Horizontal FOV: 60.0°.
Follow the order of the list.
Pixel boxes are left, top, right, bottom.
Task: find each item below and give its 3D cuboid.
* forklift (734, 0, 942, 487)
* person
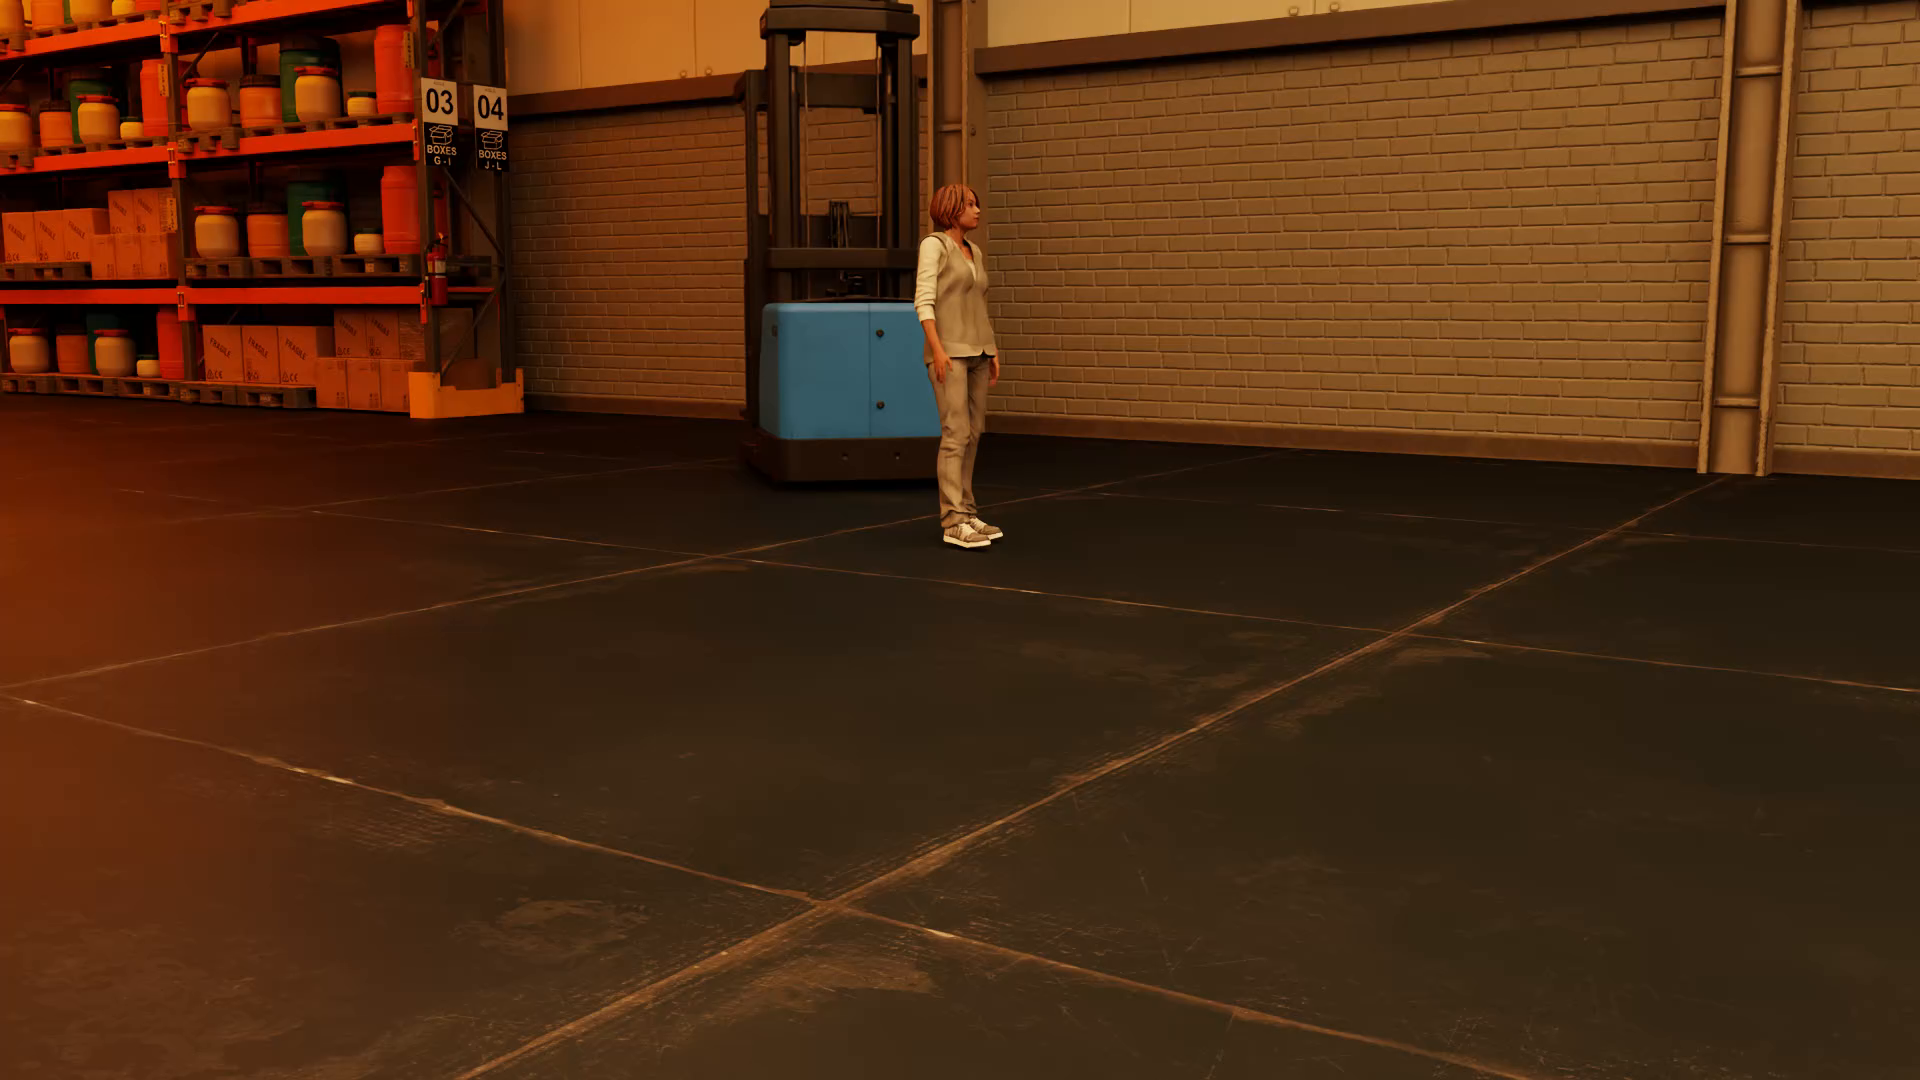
[{"bbox_3d":[-0.858,-1.930,10.766,1.130,2.935,3.031,-2,8,-13],"label":"forklift"},{"bbox_3d":[0.054,-0.790,7.438,0.473,1.599,0.521,5,10,34],"label":"person"}]
